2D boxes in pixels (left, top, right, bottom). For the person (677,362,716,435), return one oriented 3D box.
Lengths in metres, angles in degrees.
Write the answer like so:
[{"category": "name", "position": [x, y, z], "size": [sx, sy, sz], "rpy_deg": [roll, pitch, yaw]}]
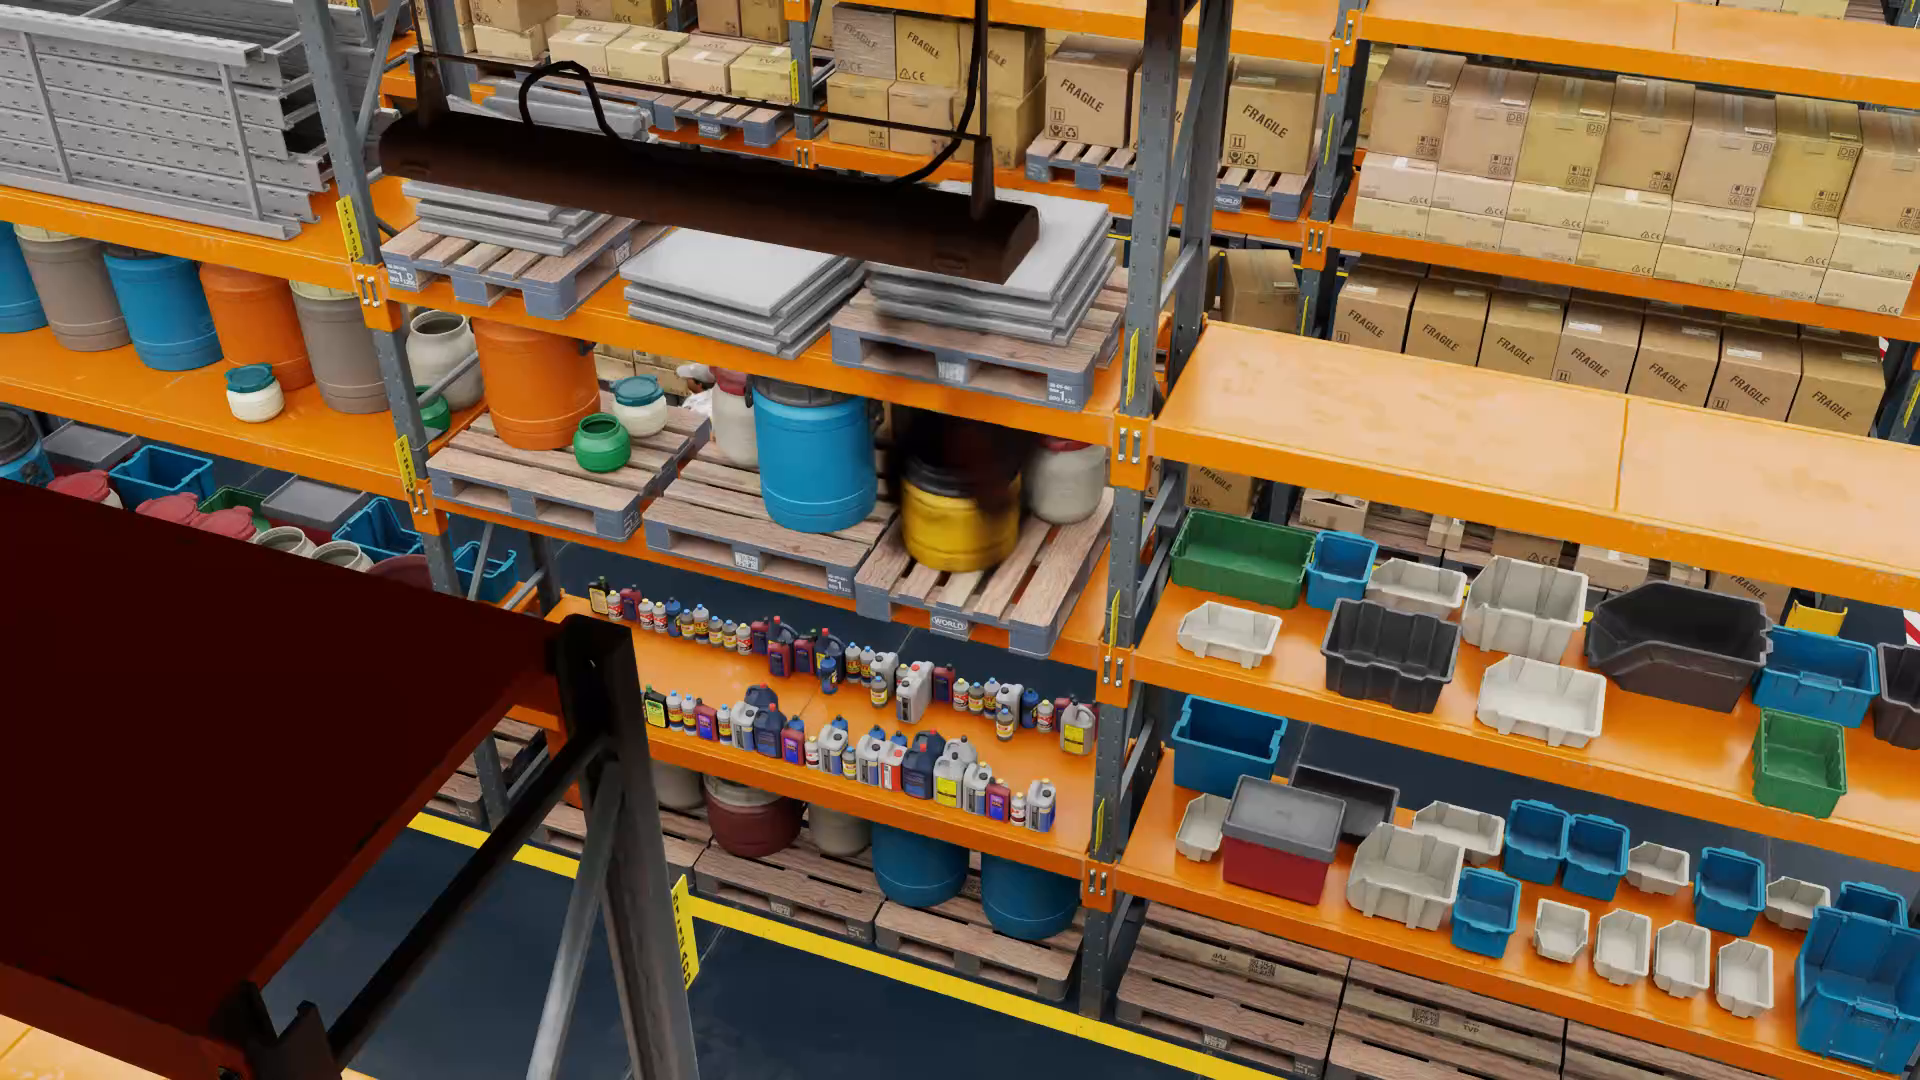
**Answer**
[{"category": "person", "position": [-1.875, -0.587, 12.333], "size": [0.880, 1.708, 0.606], "rpy_deg": [5, 37, 6]}]
